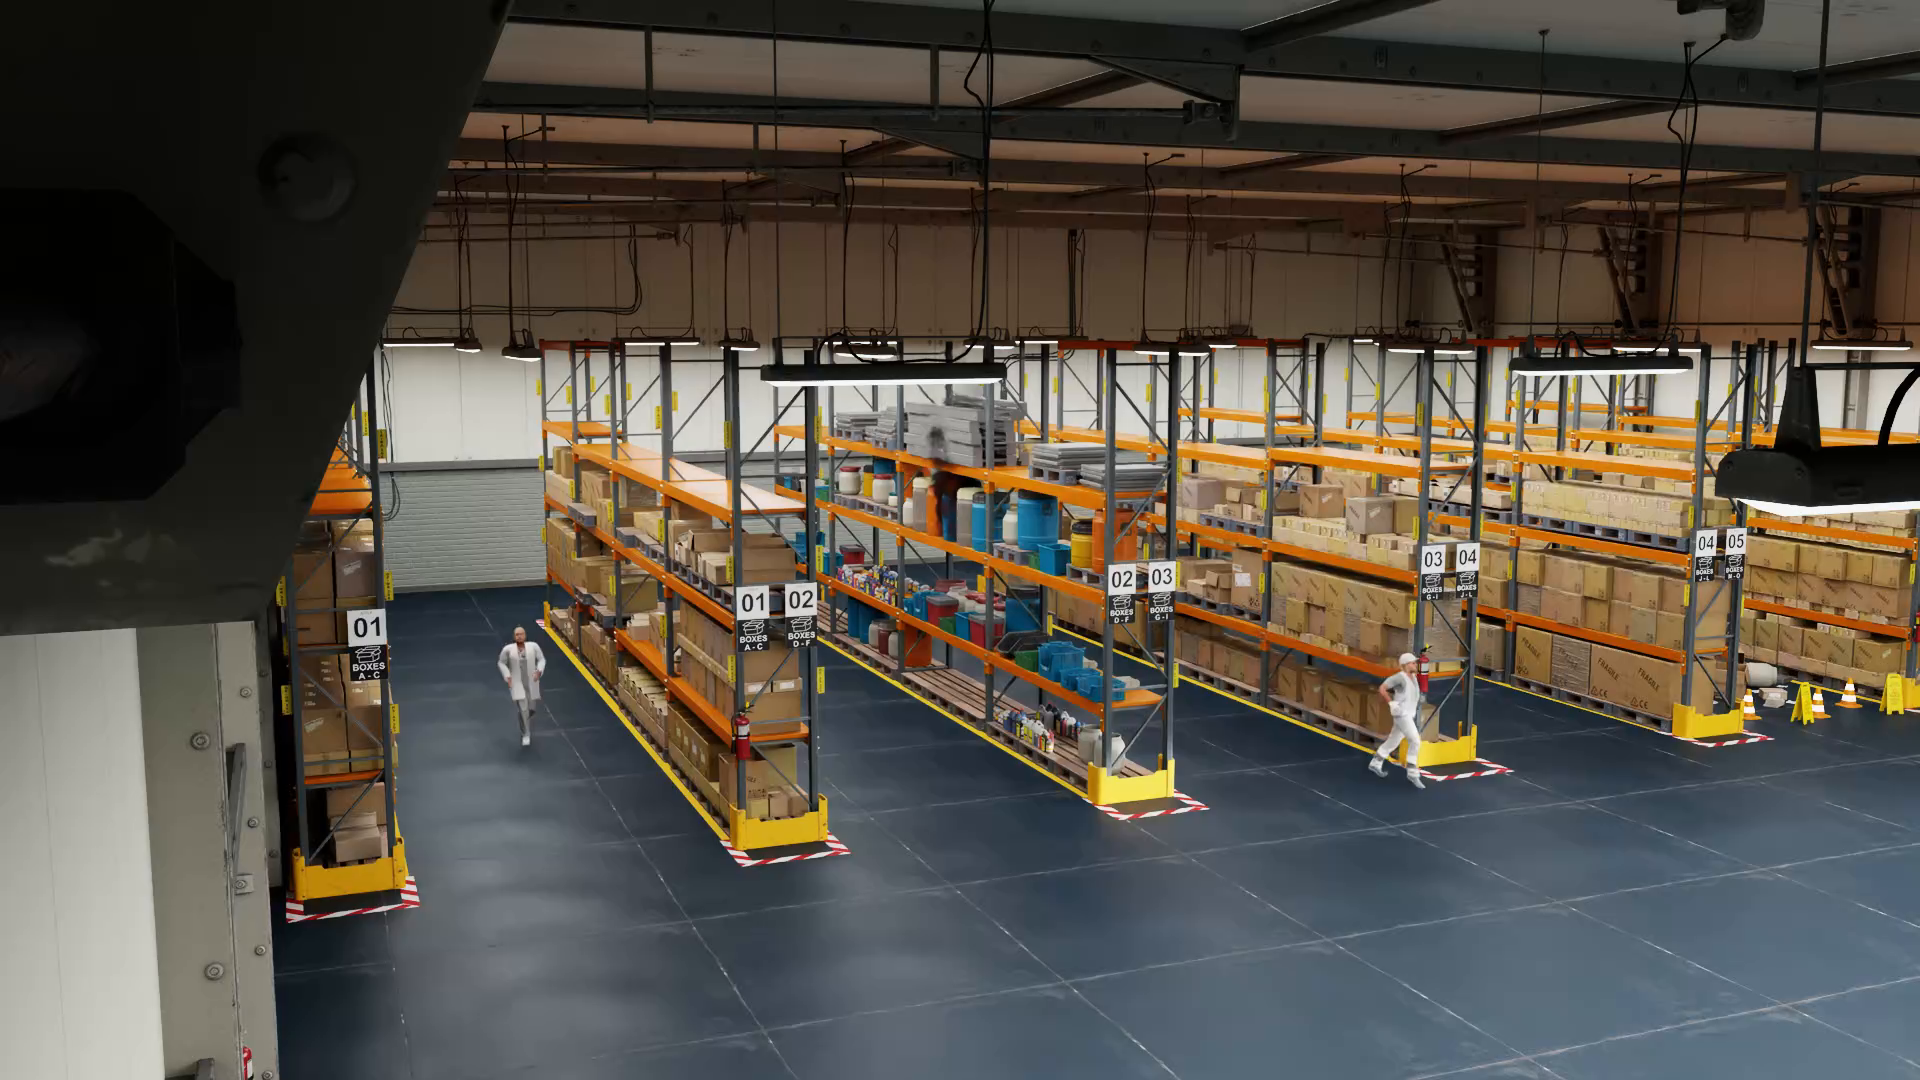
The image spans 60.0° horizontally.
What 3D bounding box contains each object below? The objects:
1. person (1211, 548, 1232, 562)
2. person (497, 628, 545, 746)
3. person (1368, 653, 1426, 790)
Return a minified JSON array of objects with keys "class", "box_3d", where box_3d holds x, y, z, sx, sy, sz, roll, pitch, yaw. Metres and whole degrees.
[{"class":"person","box_3d":[6.572,0.033,42.056,0.709,1.664,0.617,-3,8,-23]},{"class":"person","box_3d":[-6.649,2.193,25.289,0.706,1.763,0.760,-3,8,-23]},{"class":"person","box_3d":[6.117,2.458,22.990,0.843,1.822,0.686,5,9,33]}]
